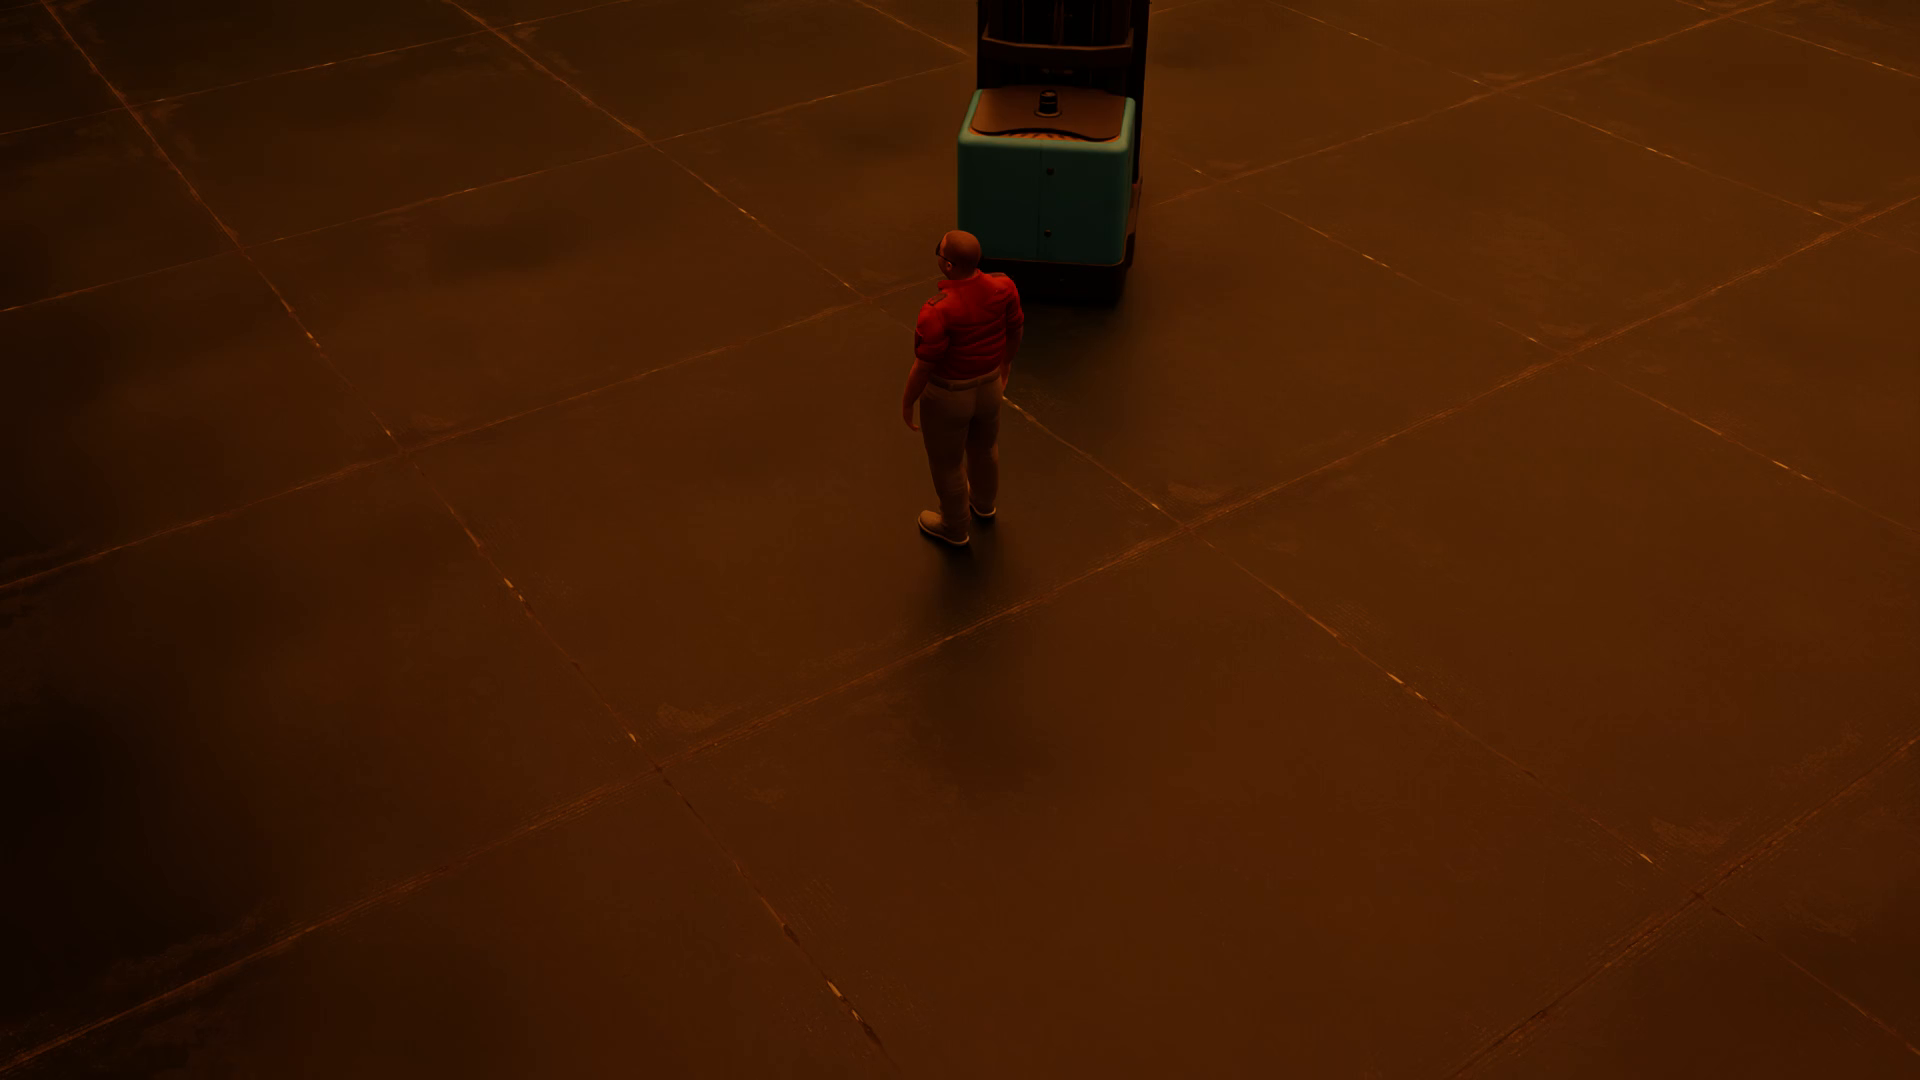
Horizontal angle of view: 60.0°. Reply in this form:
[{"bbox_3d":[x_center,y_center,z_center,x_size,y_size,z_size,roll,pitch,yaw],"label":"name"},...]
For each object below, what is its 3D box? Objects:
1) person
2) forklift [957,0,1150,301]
[{"bbox_3d":[-0.043,-0.749,7.956,0.642,1.727,0.550,-23,42,-28],"label":"person"},{"bbox_3d":[0.690,-3.528,10.717,1.130,2.935,3.031,5,37,7],"label":"forklift"}]
